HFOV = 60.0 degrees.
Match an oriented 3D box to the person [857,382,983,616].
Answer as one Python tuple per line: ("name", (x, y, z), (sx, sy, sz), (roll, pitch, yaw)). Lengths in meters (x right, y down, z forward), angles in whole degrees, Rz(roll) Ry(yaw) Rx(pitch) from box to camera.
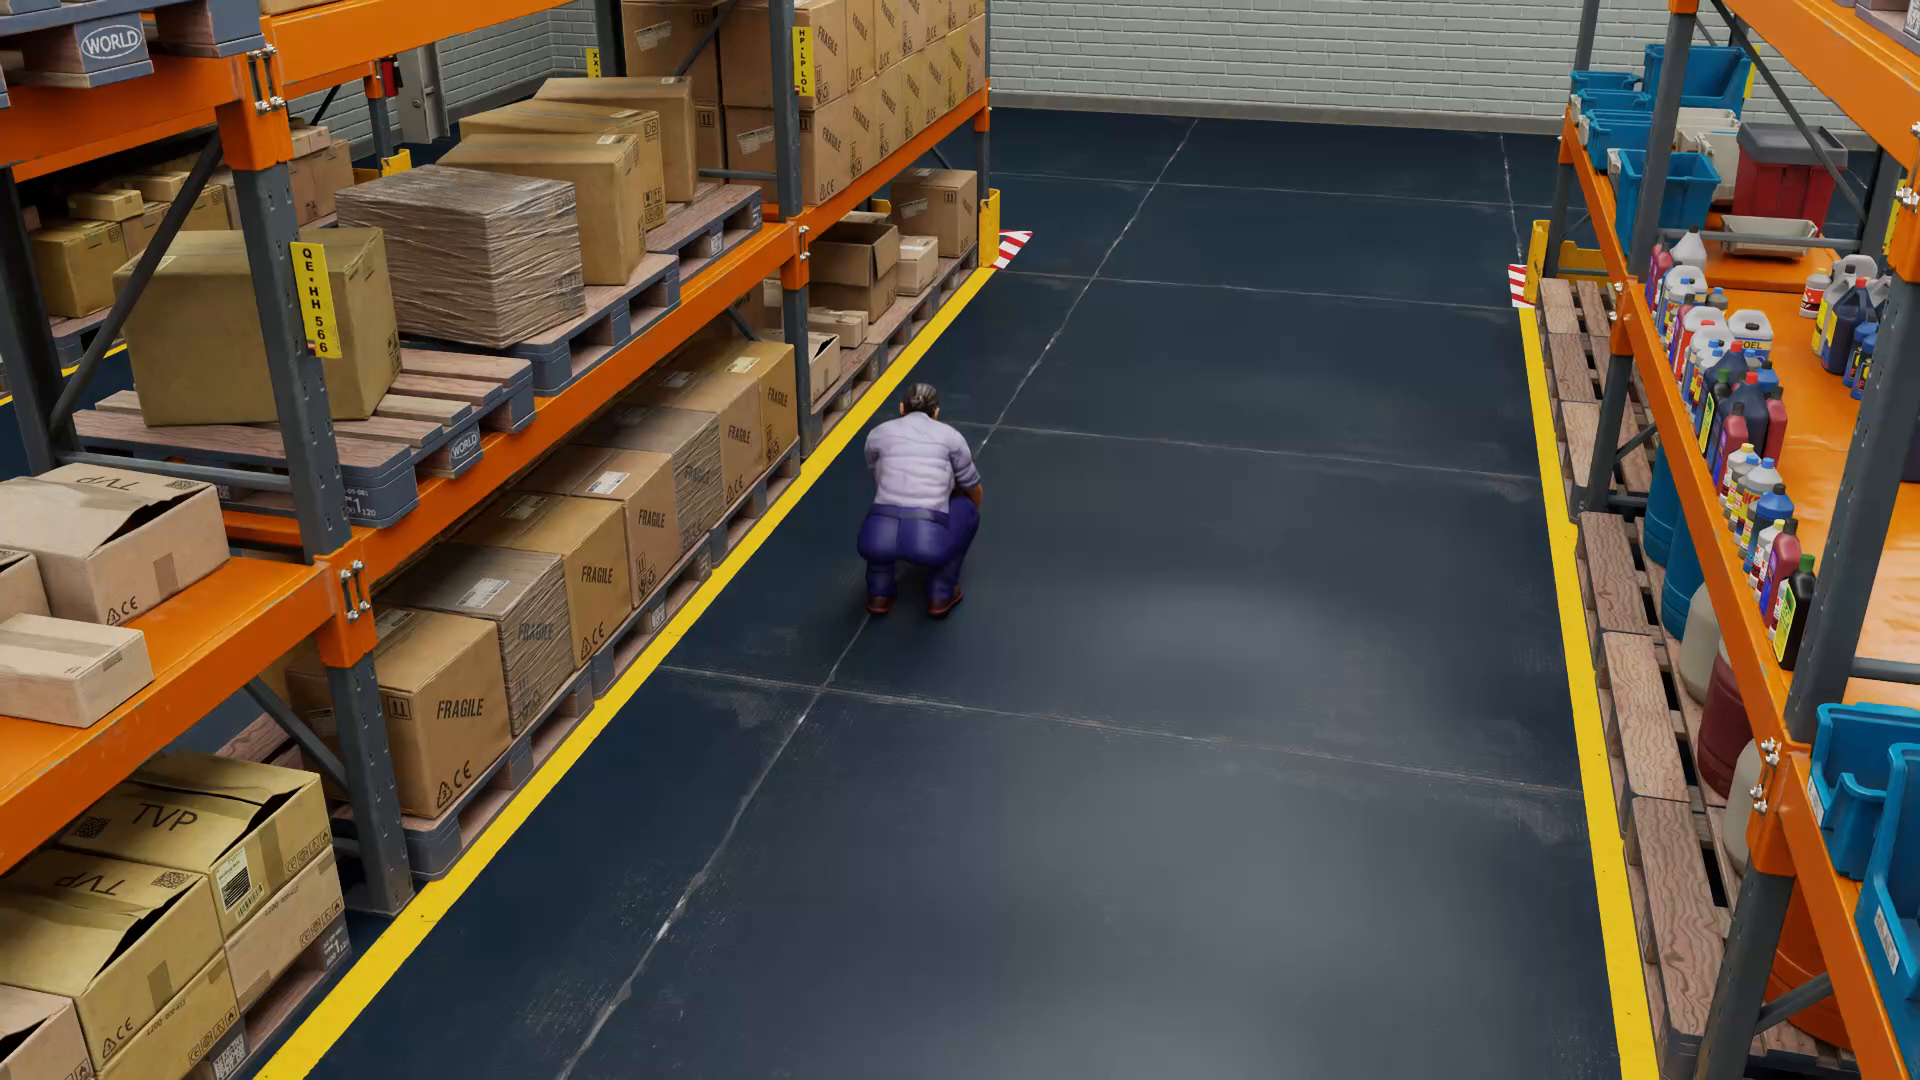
("person", (-0.189, -0.165, 7.345), (0.520, 0.910, 0.832), (6, 26, 13))
